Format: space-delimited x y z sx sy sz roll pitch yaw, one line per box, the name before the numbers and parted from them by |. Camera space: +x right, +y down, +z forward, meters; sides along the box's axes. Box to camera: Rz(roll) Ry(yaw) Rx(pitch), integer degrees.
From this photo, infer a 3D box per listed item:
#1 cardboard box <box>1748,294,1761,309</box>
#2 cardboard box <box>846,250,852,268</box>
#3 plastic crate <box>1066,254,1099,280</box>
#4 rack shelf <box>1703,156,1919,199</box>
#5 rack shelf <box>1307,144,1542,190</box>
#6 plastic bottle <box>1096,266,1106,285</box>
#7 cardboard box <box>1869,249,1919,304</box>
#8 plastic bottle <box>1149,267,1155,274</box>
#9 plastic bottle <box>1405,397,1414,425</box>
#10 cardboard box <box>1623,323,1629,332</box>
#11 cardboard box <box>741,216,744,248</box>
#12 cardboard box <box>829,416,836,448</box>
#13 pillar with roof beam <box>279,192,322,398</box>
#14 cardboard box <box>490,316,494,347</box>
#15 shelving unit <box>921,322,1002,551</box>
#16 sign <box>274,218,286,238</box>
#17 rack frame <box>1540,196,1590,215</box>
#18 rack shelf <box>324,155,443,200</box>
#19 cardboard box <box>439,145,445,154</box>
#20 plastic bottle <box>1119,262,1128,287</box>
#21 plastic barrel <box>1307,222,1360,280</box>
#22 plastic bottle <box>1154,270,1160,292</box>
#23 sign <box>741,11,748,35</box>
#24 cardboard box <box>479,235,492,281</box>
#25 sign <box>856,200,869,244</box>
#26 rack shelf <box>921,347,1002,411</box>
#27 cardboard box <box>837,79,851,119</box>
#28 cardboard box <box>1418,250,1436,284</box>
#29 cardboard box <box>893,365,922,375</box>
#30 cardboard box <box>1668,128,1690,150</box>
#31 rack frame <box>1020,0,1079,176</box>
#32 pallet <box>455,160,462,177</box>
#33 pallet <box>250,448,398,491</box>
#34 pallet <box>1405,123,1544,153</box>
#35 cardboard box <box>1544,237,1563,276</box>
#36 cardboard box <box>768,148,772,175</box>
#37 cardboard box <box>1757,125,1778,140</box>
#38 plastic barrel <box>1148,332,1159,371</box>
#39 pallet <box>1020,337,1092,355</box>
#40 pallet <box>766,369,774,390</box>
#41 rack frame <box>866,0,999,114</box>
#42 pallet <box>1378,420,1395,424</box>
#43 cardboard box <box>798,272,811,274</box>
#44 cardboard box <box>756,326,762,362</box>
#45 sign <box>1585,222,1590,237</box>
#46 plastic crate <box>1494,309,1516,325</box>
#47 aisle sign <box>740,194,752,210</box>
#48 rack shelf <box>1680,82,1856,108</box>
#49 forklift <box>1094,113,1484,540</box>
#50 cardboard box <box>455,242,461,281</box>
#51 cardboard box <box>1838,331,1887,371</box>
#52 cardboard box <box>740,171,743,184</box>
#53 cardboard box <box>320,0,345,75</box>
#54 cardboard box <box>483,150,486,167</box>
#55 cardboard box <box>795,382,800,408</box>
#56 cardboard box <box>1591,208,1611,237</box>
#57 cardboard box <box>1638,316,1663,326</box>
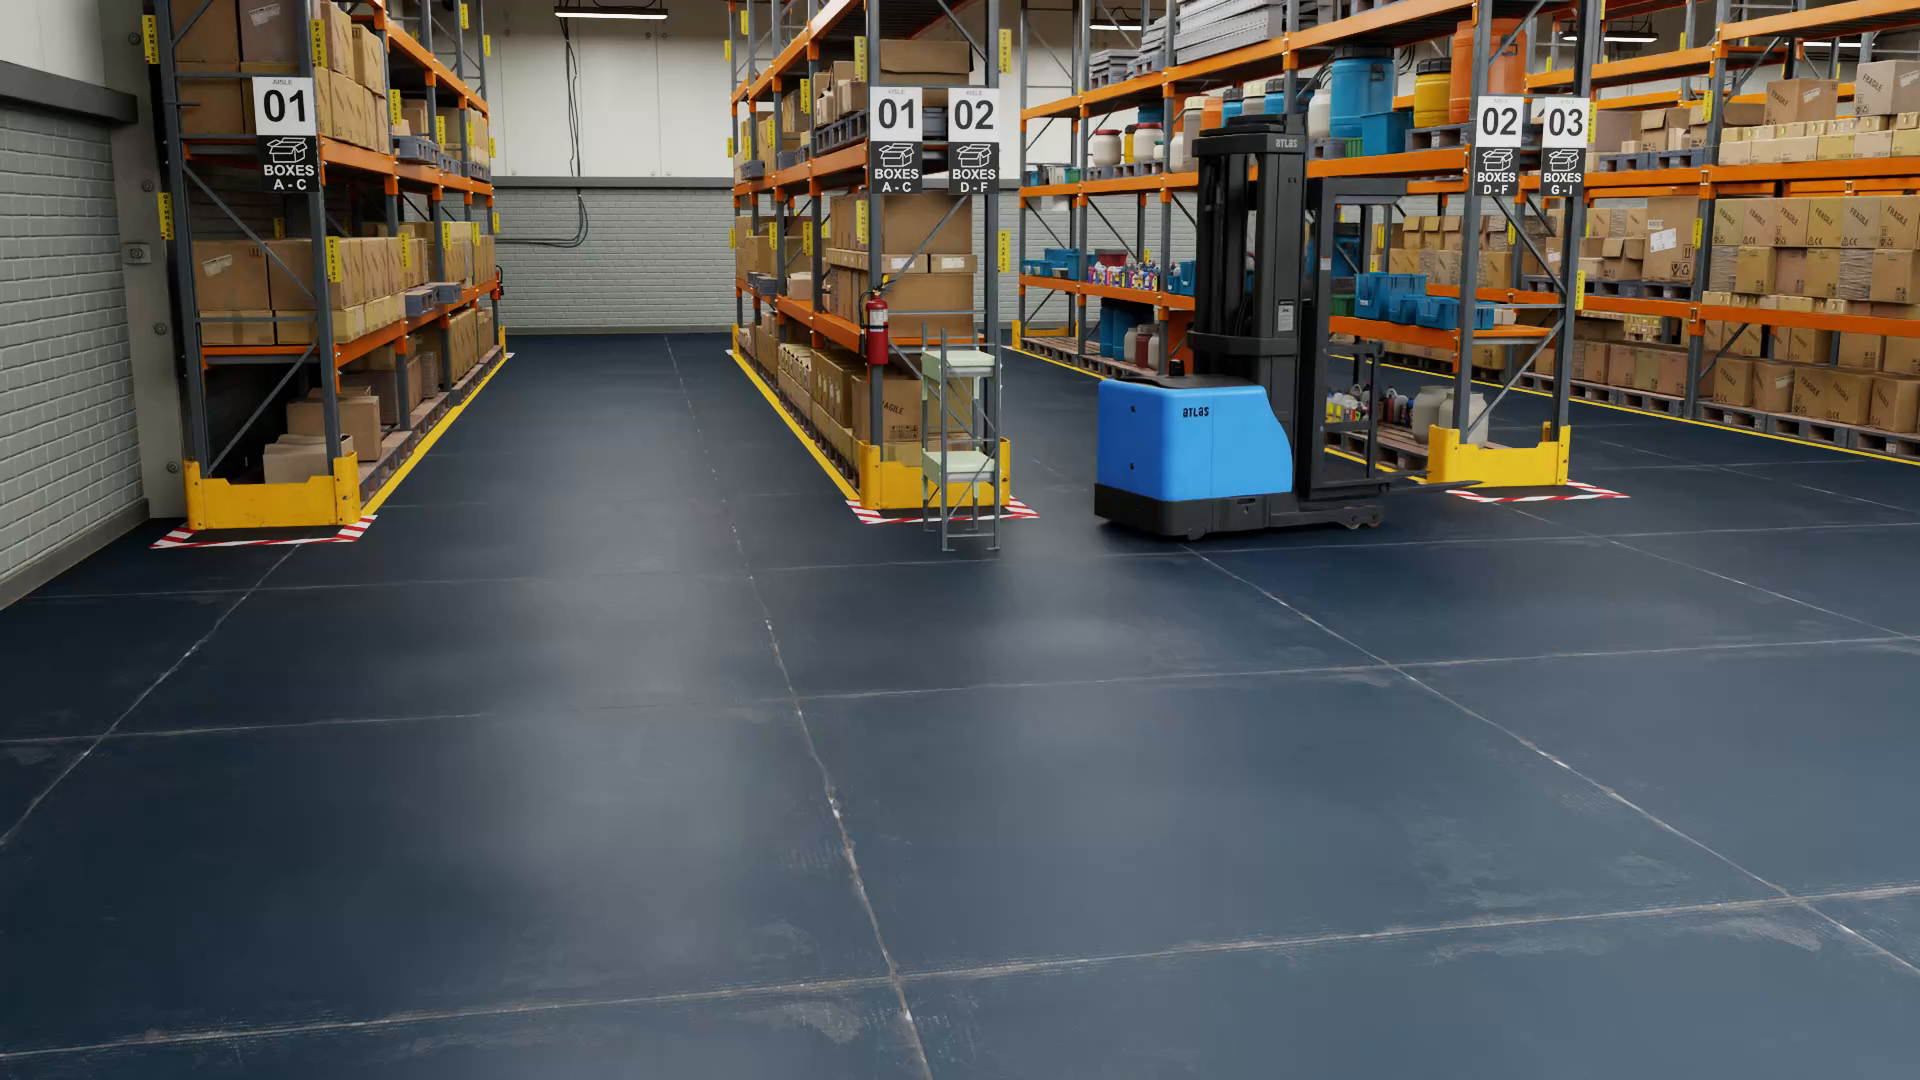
cardboard box | 8.651 -2.548 17.731 0.380 0.149 0.250 -2 11 -11
cardboard box | -0.817 -2.526 14.943 0.380 0.149 0.250 -2 11 -11
plastic crate | 1.895 -4.240 25.833 0.392 0.384 0.575 -2 11 -11
rack shelf | 9.123 -3.611 16.550 1.077 0.370 4.000 -2 11 -11
rack shelf | 4.265 -3.431 15.604 1.077 0.370 4.000 -2 11 -11
plastic bottle | 2.107 -3.918 24.593 0.152 0.276 0.135 -2 11 -11
cardboard box | 9.217 -2.509 15.793 0.875 0.500 0.500 -2 11 -11
plastic bottle | 2.790 -3.829 24.137 0.097 0.271 0.097 0 11 0
plastic bottle | 4.481 -1.282 16.532 0.097 0.271 0.097 0 11 0
cardboard box | 11.603 -3.633 28.465 0.380 0.149 0.250 -2 11 -10
cardboard box | -3.189 -4.868 26.309 0.500 0.500 0.500 -2 11 -12
cardboard box | -0.903 -0.983 15.068 0.500 0.250 0.500 -2 11 -11
pillar with roof beam | -2.993 -5.885 18.549 9.100 9.000 0.400 -2 11 -11
cardboard box | -7.942 -3.372 26.954 0.700 0.500 0.500 -2 11 -11
shelving unit | 0.001 -0.736 11.550 0.431 1.500 0.755 -2 11 -11
sign | -6.386 -2.866 15.633 0.100 0.325 0.005 -2 11 -11
rack frame | 11.285 -5.221 31.104 1.000 3.000 0.127 -2 11 -11
rack shelf | -6.231 -3.805 17.565 1.077 0.370 4.000 -2 11 -11
cardboard box | -7.163 -5.259 21.836 0.700 0.500 0.500 -2 11 -12
plastic bottle | 2.326 -3.745 23.481 0.144 0.351 0.185 -2 11 -11
plastic barrel | 4.098 -3.006 18.127 0.600 0.901 0.708 -2 11 -11
plastic bottle | 2.601 -3.413 21.918 0.061 0.283 0.133 -2 11 -11
sign | -3.075 -7.394 23.768 0.100 0.325 0.005 -2 11 -11
cardboard box | -7.915 -4.440 26.198 0.980 0.700 0.700 -2 11 -11
sign | -0.741 -2.433 12.726 0.100 0.325 0.005 -2 11 -11
rack shelf | 0.001 -1.119 11.477 0.431 0.370 0.720 -2 11 -11
cardboard box | -0.796 -3.773 14.217 0.500 0.311 0.500 -1 11 -4
cardboard box | 7.218 -4.097 24.932 0.500 0.500 0.500 -2 11 -12
cardboard box | -0.301 -1.278 14.615 0.500 0.500 0.500 -2 11 -11
cardboard box | 8.453 -4.641 19.270 0.396 0.266 0.258 -2 11 -9
rack frame | 1.542 -7.826 28.746 1.000 3.000 0.127 -2 11 -11
pallet | -7.171 -4.998 22.423 0.805 0.209 1.217 -3 11 -13
pallet | -5.436 -0.602 14.294 1.003 0.211 1.213 -2 11 -11
pallet | 4.589 -3.480 14.443 1.003 0.211 1.213 -2 11 -11
cardboard box | 8.100 -3.750 21.983 0.500 0.500 0.500 -4 11 -18
cardboard box | -1.979 -4.927 21.271 0.910 0.500 0.500 -2 11 -11
cardboard box | 8.646 -4.286 17.505 0.380 0.149 0.250 -2 11 -11
plastic barrel | 2.788 -2.585 22.787 0.421 0.512 0.421 0 11 0
pallet | 1.664 -3.356 28.766 1.003 0.211 1.213 -2 11 -11
pallet | -2.104 -2.224 22.816 1.003 0.211 1.213 -2 11 -11
rack frame | -0.206 -4.712 12.386 1.000 3.000 0.127 -2 11 -11
pallet | 3.966 -1.183 17.350 1.003 0.211 1.213 -2 11 -11
cardboard box | -1.734 -3.120 20.305 0.500 0.311 0.500 -1 11 -7
cardboard box | -2.685 -2.856 24.190 0.500 0.500 0.500 -3 11 -14
sign | 8.487 -4.143 22.557 0.100 0.325 0.005 -2 11 -11
plastic crate | 4.795 -1.991 14.838 0.298 0.136 0.250 -2 11 -11
aisle sign | -3.619 -5.978 28.131 0.394 0.787 0.004 -2 11 -11
rack shelf | 12.452 -6.518 24.866 1.077 0.370 4.000 -2 11 -11
forklift | 2.549 -1.602 12.275 3.031 2.935 1.130 -5 12 -25
cardboard box | -6.652 -3.542 21.168 0.500 0.500 0.500 -2 11 -11
cardboard box | 12.871 -2.740 22.962 1.050 0.750 0.750 -2 11 -12
cardboard box | -3.180 -5.721 26.108 0.500 0.250 0.500 -2 11 -11
cardboard box | -4.949 -3.781 12.522 0.500 0.500 0.500 -2 11 -12
cardboard box | -7.671 -5.954 25.943 0.500 0.250 0.500 -3 11 -13
cardboard box | -1.545 -1.606 18.344 0.500 0.250 0.500 -2 11 -10
cardboard box | 11.398 -5.533 29.009 0.500 0.500 0.500 -2 11 -13
cardboard box | 11.650 -3.686 27.953 0.380 0.149 0.250 -2 11 -10
